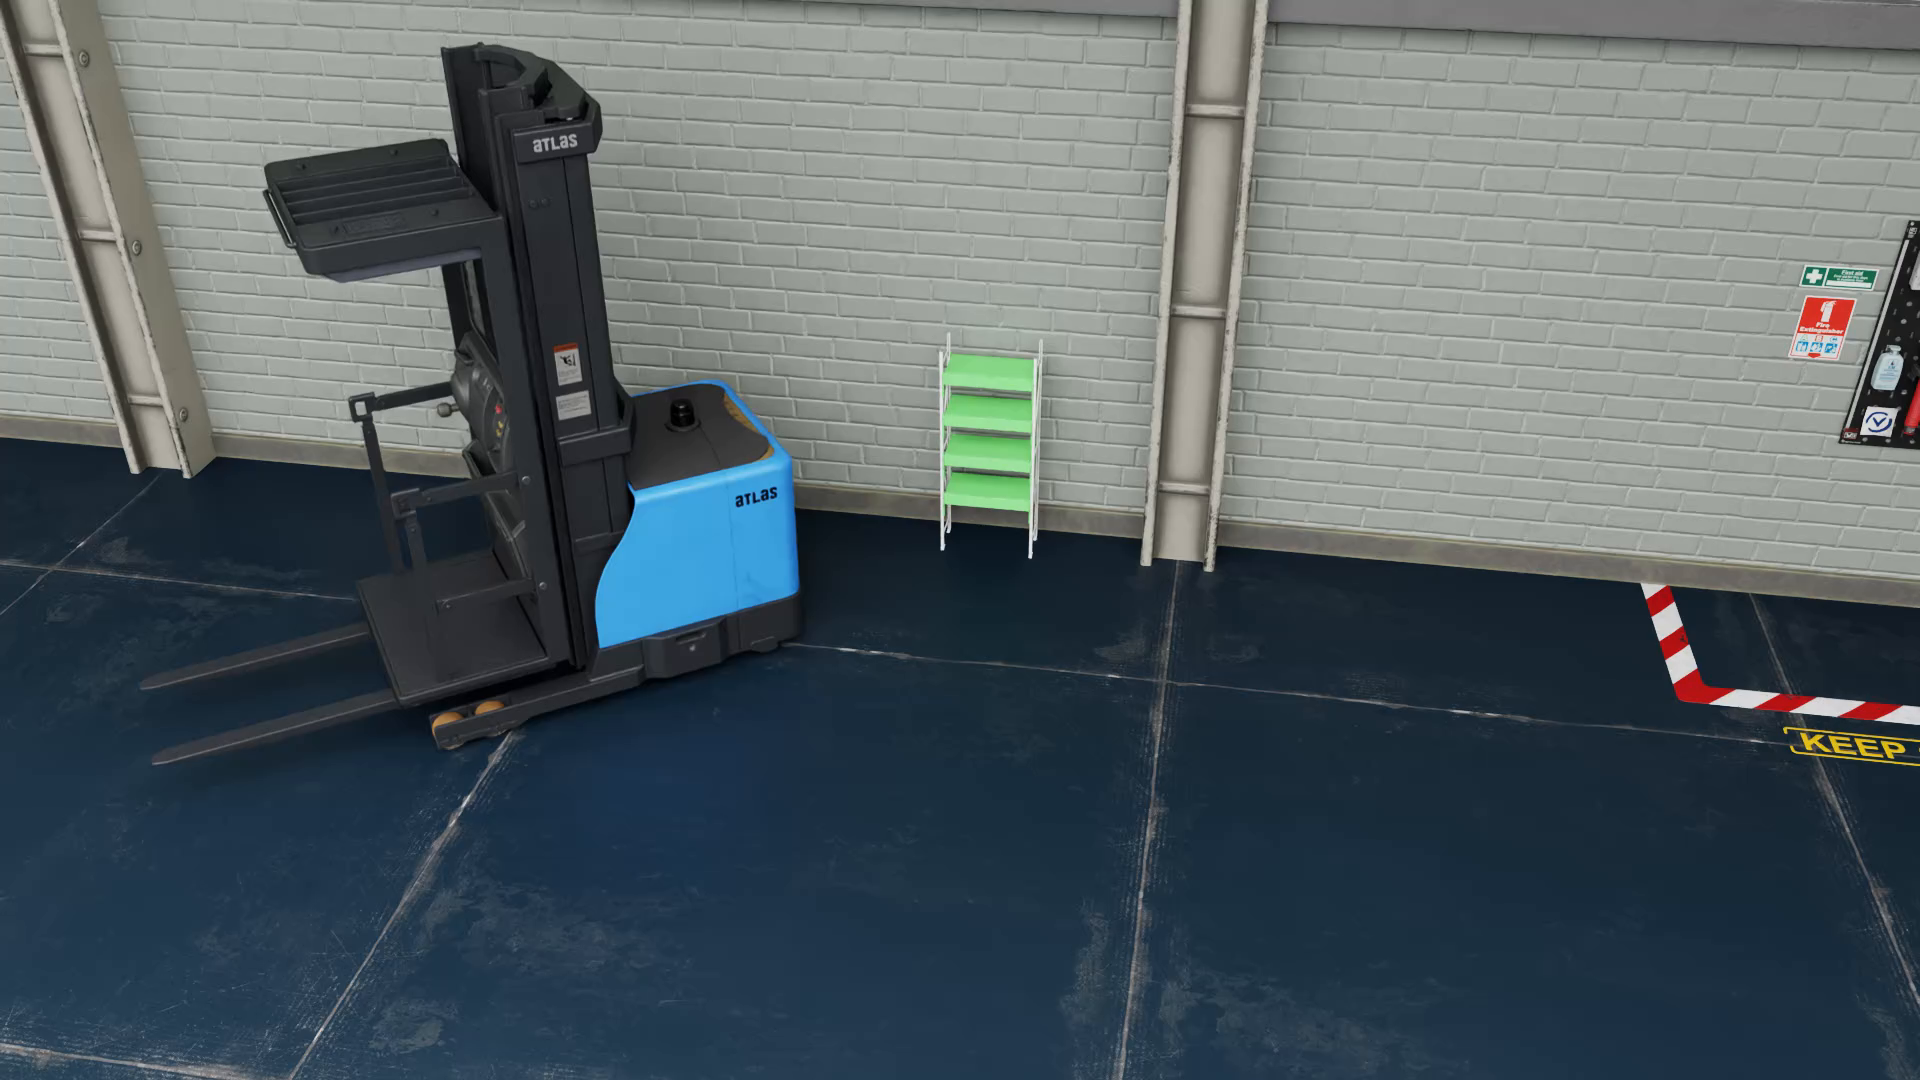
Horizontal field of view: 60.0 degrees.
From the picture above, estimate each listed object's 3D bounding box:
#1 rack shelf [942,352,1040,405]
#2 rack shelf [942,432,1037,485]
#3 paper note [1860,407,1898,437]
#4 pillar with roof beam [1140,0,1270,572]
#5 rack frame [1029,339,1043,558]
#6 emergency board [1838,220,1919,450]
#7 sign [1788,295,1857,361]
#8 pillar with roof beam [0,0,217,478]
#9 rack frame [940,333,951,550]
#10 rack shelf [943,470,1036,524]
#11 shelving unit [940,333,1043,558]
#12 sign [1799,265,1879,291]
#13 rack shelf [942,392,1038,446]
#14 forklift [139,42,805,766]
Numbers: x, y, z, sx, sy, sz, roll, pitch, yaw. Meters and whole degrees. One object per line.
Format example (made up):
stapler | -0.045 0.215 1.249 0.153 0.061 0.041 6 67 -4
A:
rack shelf | 0.163 -0.847 8.687 0.480 0.148 0.258 5 32 8
rack shelf | 0.163 -0.440 8.942 0.480 0.148 0.258 5 32 8
paper note | 4.523 -0.582 8.182 0.142 0.148 0.016 5 32 8
pillar with roof beam | 0.477 -1.490 3.148 0.400 9.000 9.100 5 32 8
rack frame | 0.404 -0.472 8.873 0.015 1.200 0.240 5 32 8
emergency board | 4.681 -0.913 7.882 0.626 1.169 0.157 5 32 8
sign | 4.159 -1.022 8.021 0.234 0.329 0.001 5 32 8
pillar with roof beam | -5.437 -2.025 4.004 0.400 9.000 9.100 5 32 8
rack frame | -0.077 -0.516 8.943 0.015 1.200 0.240 5 32 8
rack shelf | 0.163 -0.236 9.069 0.480 0.148 0.258 5 32 8
shelving unit | 0.163 -0.494 8.908 0.503 1.200 0.258 5 32 8
sign | 4.162 -1.241 7.873 0.331 0.109 0.001 5 32 8
rack shelf | 0.163 -0.643 8.815 0.480 0.148 0.258 5 32 8
forklift | -2.335 -0.597 7.441 3.031 2.935 1.130 -15 35 -23
